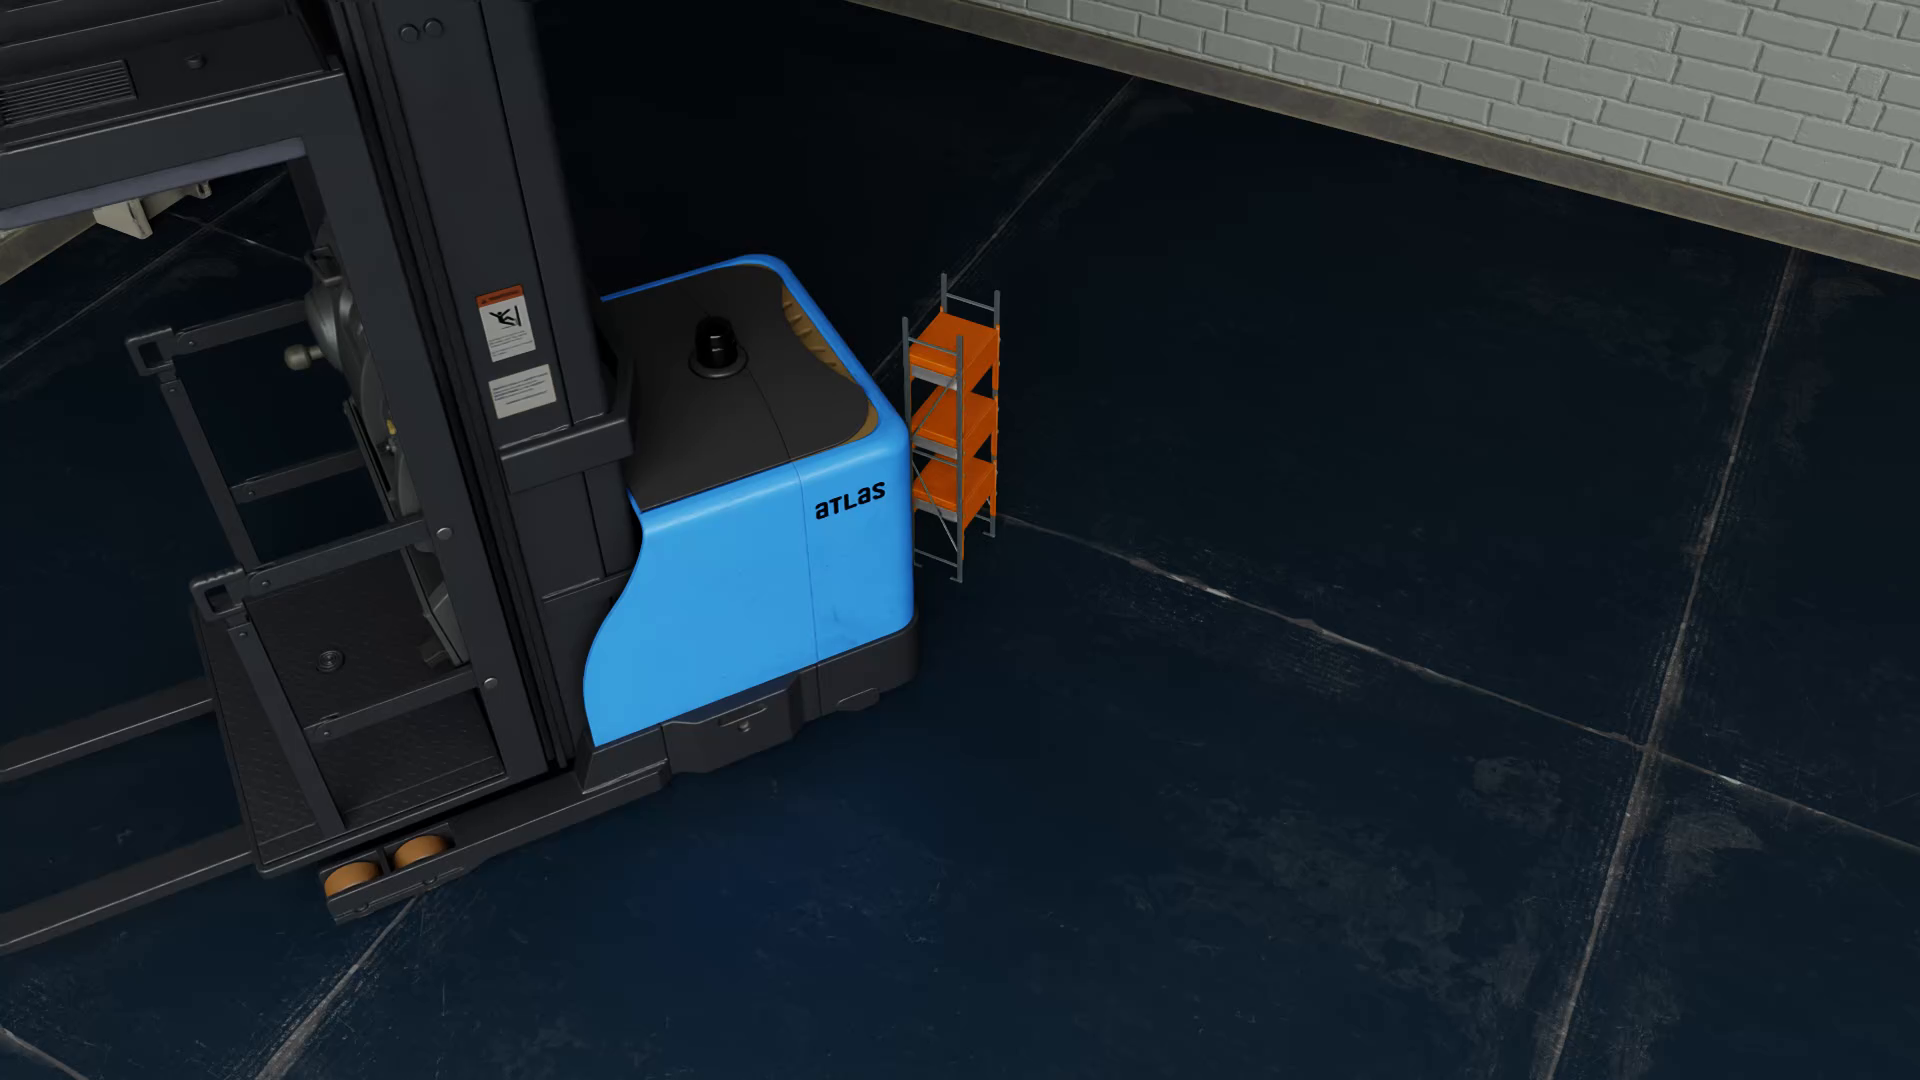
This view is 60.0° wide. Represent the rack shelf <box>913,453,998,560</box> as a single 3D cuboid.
[{"bbox_3d":[-0.025,-0.133,5.548,0.215,0.259,0.240,20,49,19],"label":"rack shelf"}]

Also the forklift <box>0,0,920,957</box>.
[{"bbox_3d":[-1.675,-0.397,4.081,3.031,2.935,1.130,-20,49,-19],"label":"forklift"}]

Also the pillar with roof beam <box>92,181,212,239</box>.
[{"bbox_3d":[0.331,-3.182,2.568,9.100,9.000,0.400,20,49,19],"label":"pillar with roof beam"}]

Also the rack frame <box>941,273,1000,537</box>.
[{"bbox_3d":[0.032,-0.412,5.419,0.200,1.050,0.008,20,49,19],"label":"rack frame"}]

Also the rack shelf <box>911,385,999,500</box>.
[{"bbox_3d":[-0.025,-0.328,5.351,0.215,0.259,0.240,20,49,19],"label":"rack shelf"}]

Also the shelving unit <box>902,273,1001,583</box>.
[{"bbox_3d":[-0.025,-0.335,5.343,0.215,1.050,0.252,20,49,19],"label":"shelving unit"}]

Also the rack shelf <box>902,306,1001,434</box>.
[{"bbox_3d":[-0.025,-0.527,5.149,0.215,0.259,0.240,20,49,19],"label":"rack shelf"}]

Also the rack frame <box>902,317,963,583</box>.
[{"bbox_3d":[-0.081,-0.258,5.267,0.200,1.050,0.008,20,49,19],"label":"rack frame"}]
